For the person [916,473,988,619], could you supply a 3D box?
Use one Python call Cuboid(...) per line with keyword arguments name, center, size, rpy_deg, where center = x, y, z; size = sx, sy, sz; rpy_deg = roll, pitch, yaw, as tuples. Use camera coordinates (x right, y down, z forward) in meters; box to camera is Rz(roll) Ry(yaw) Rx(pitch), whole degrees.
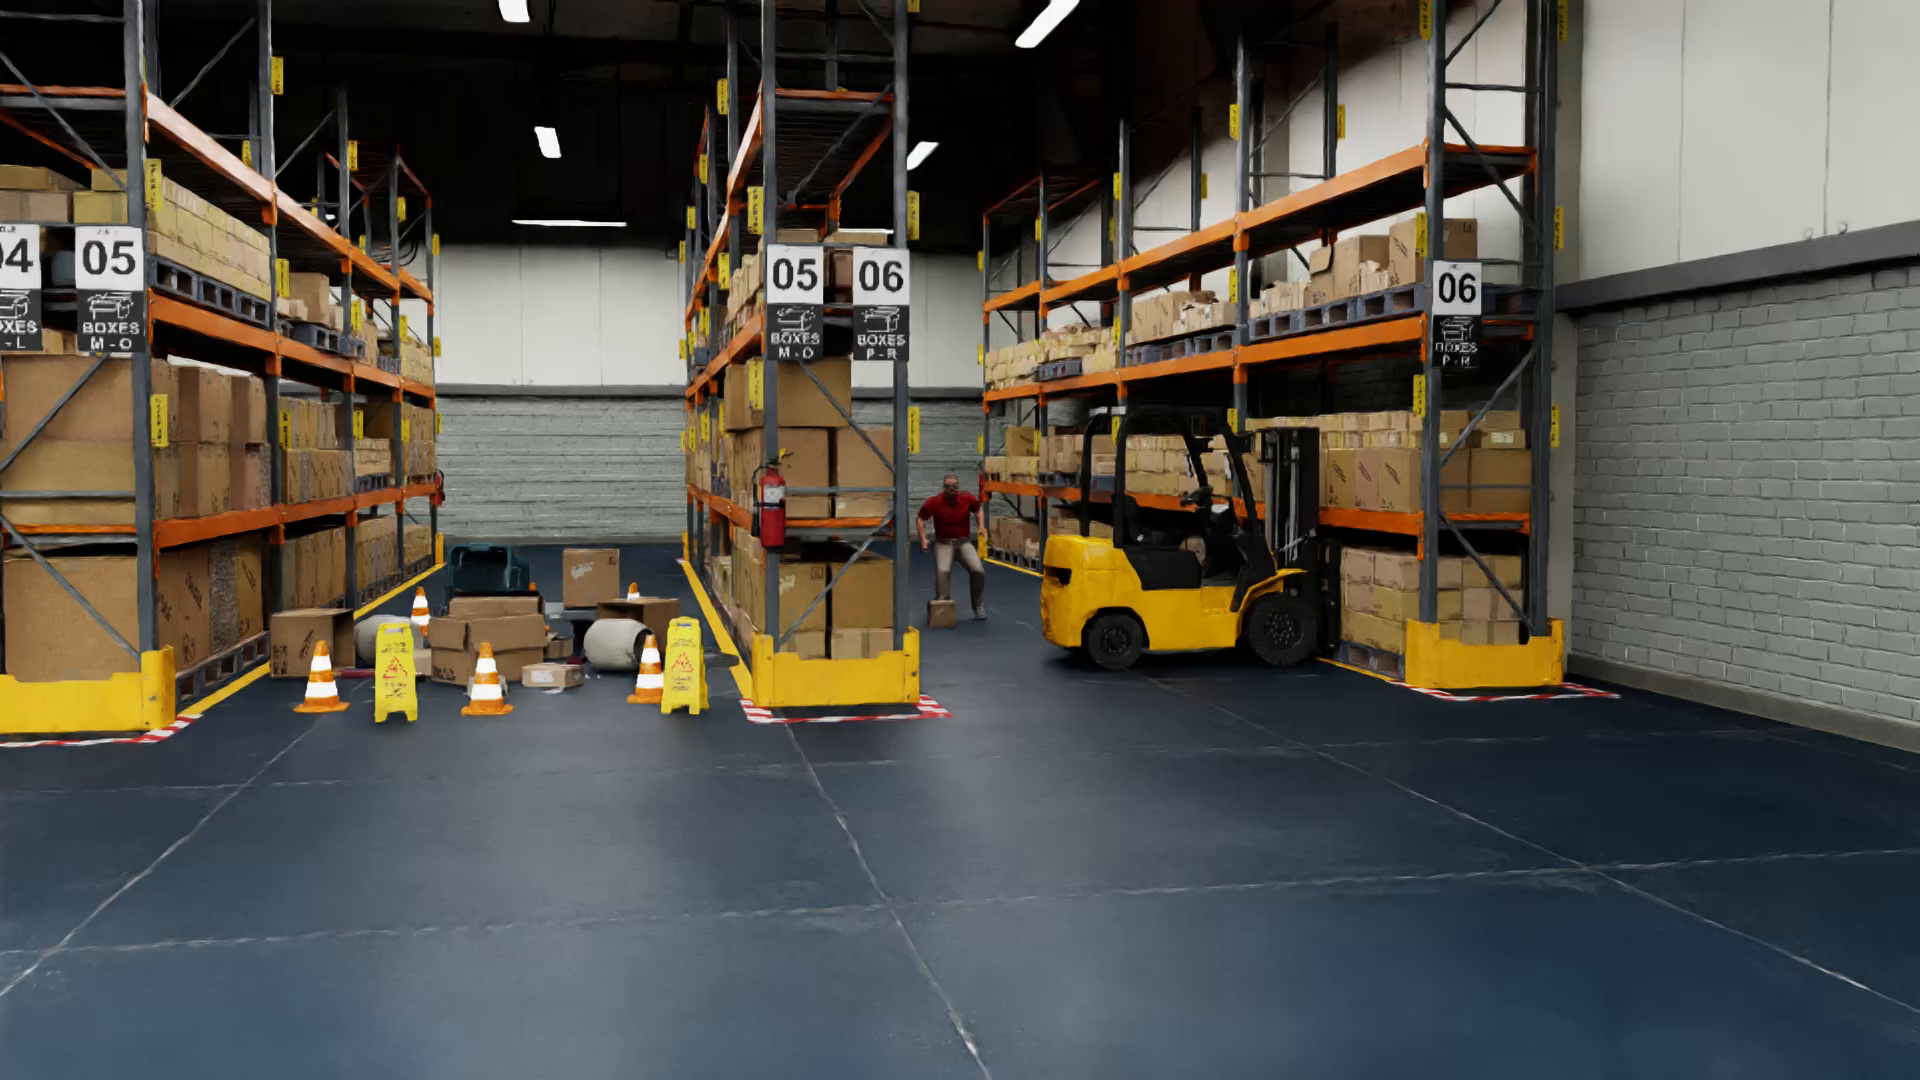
Cuboid(name="person", center=(-0.061, 0.063, 17.594), size=(0.756, 1.544, 0.783), rpy_deg=(0, 3, -9))
